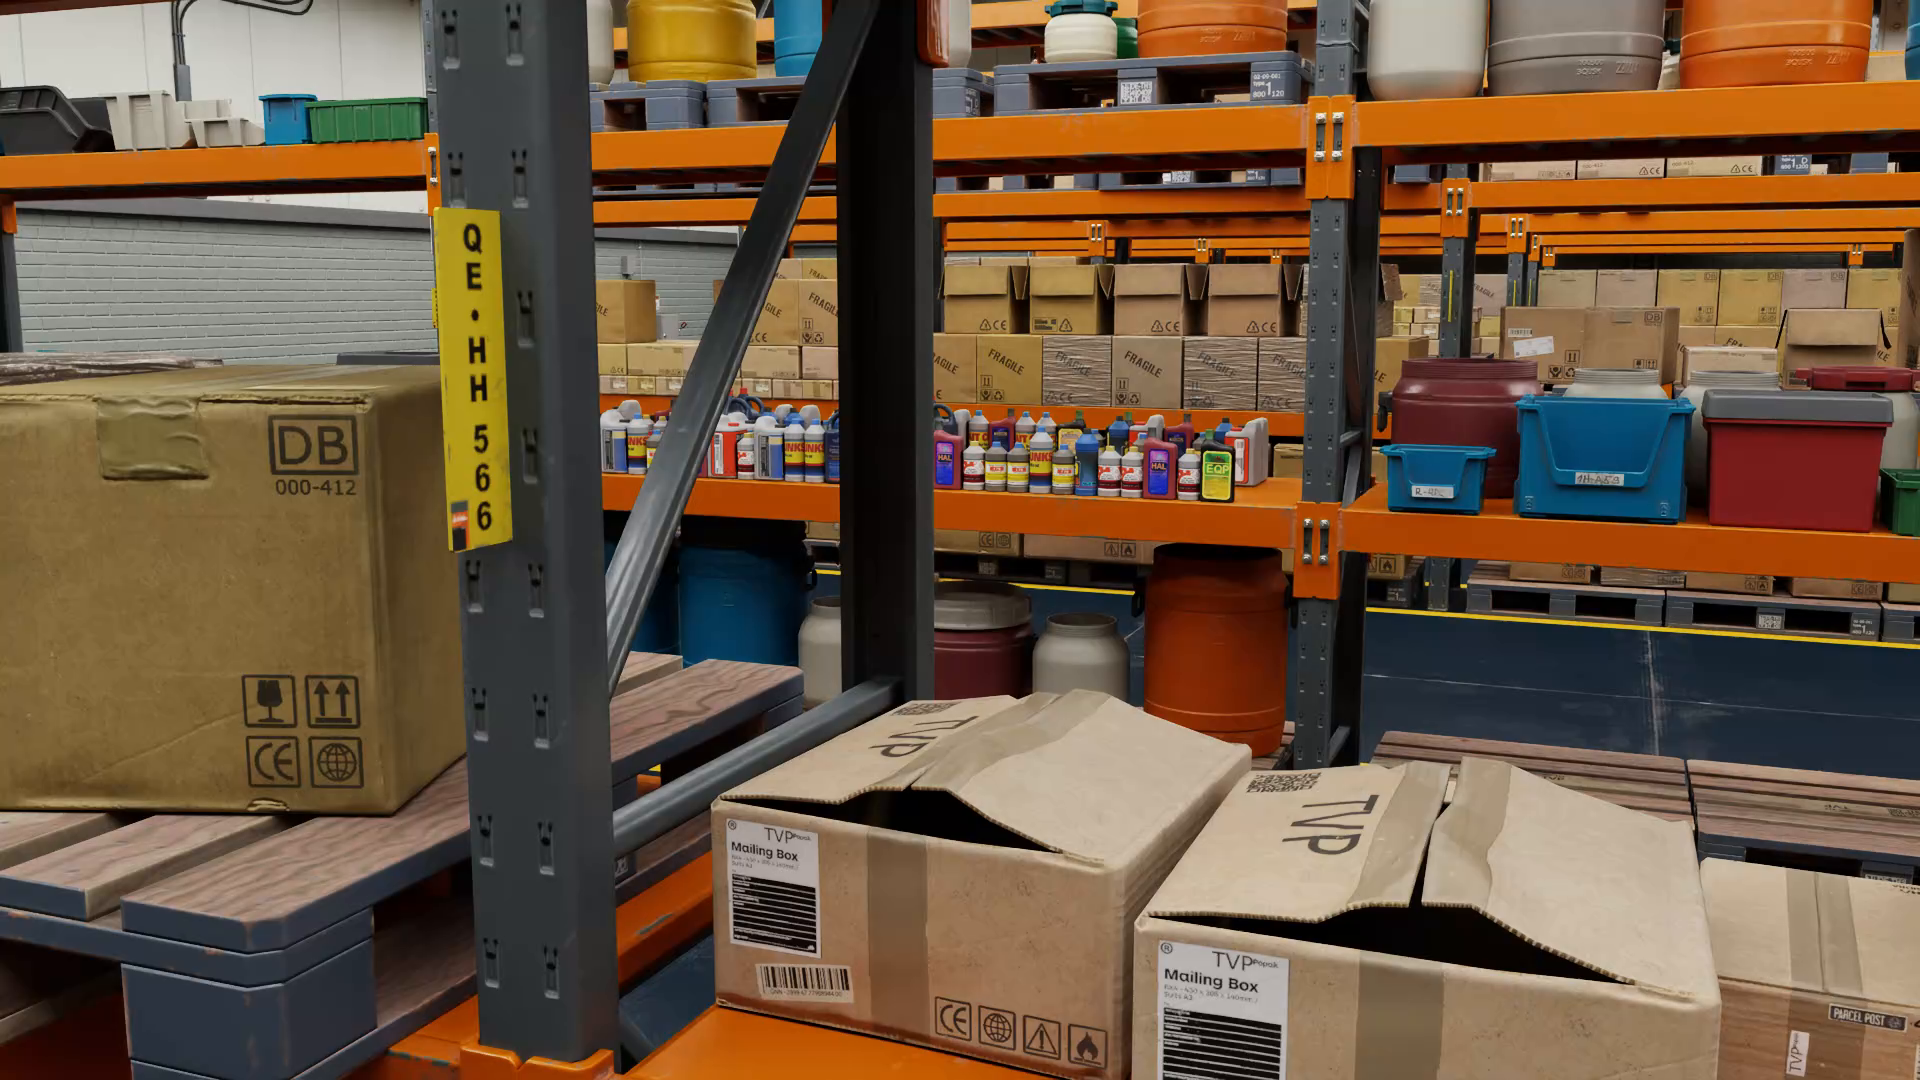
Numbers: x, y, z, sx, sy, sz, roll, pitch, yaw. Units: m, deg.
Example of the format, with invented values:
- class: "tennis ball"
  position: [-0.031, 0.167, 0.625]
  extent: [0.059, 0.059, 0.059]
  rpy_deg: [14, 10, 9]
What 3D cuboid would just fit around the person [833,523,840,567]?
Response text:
- class: "person"
  position: [-0.477, -0.066, 9.412]
  extent: [0.575, 1.578, 0.647]
  rpy_deg: [3, 9, 22]
